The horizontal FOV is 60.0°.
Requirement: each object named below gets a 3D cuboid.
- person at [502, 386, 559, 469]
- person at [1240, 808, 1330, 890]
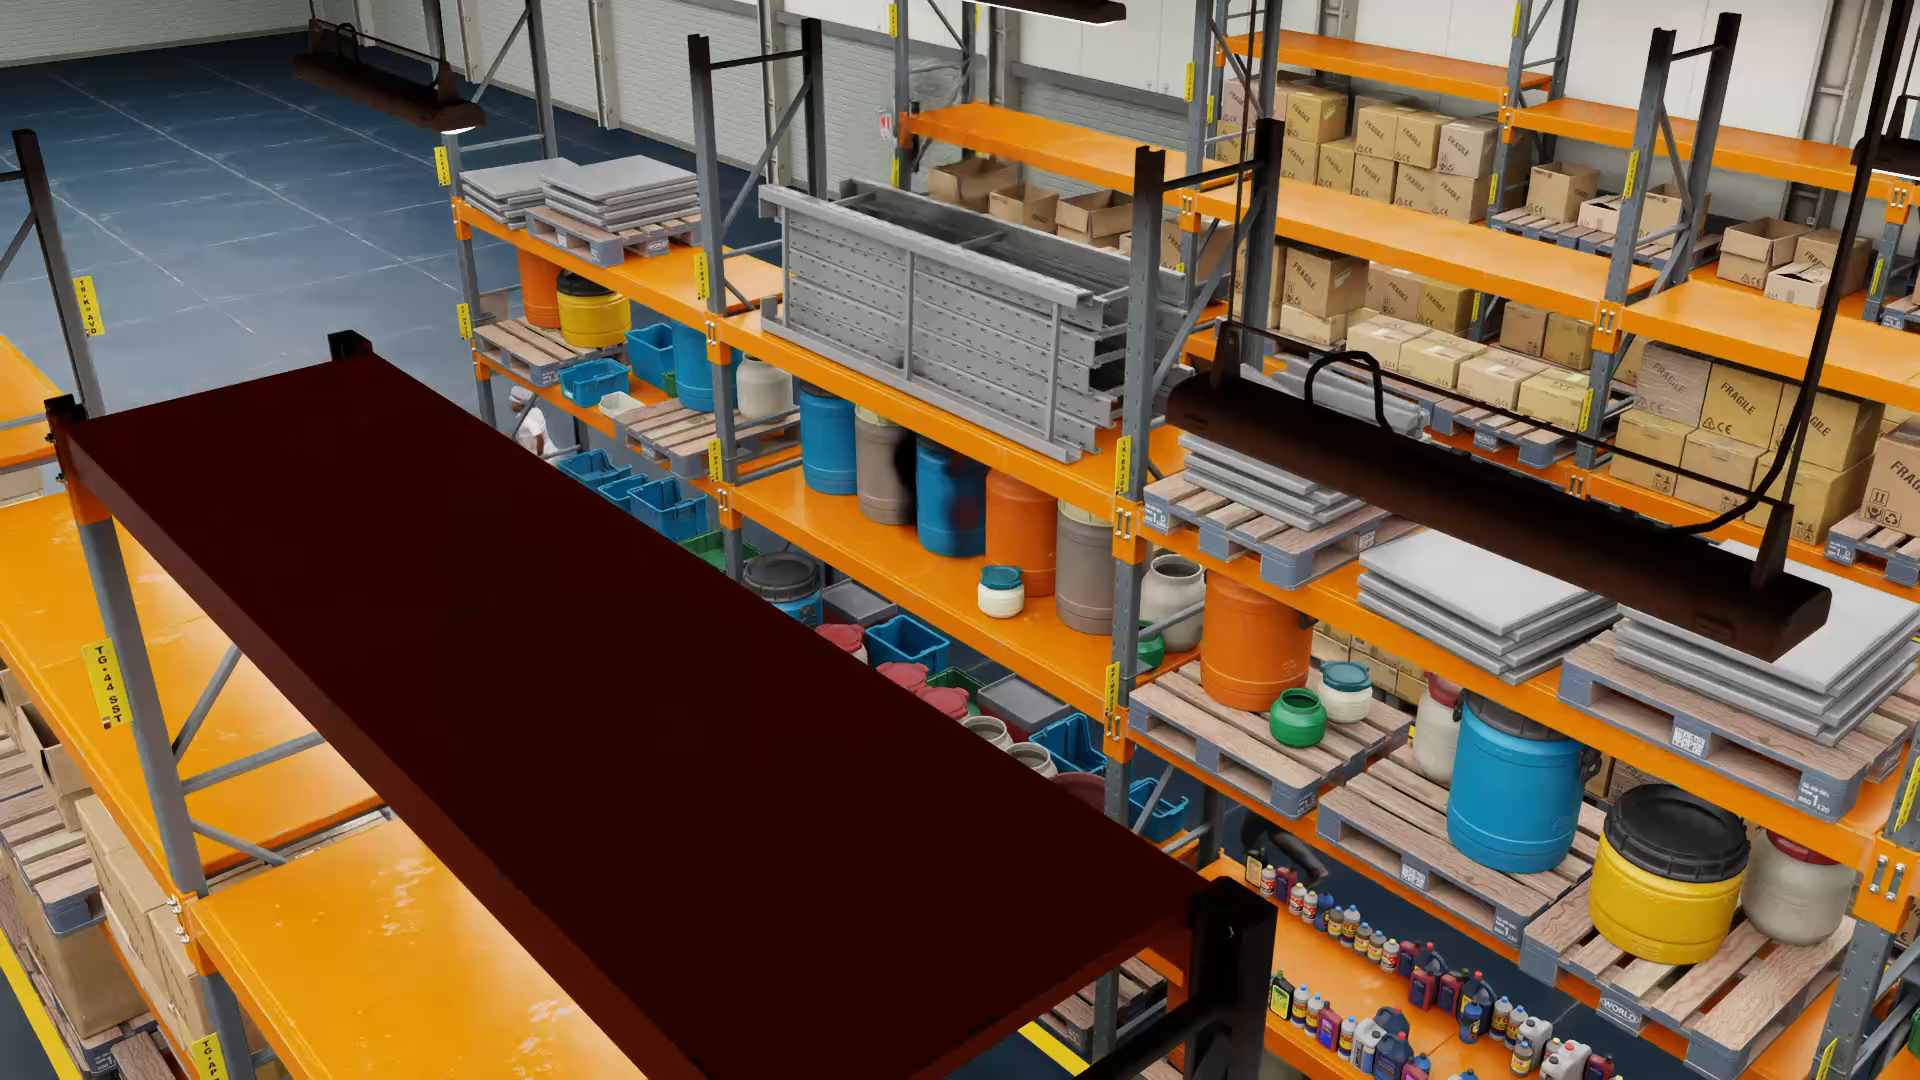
[{"bbox_3d":[-4.379,-0.760,17.292,0.759,1.734,0.566,4,27,8],"label":"person"},{"bbox_3d":[2.335,1.918,12.037,0.578,1.649,0.791,-23,35,-37],"label":"person"}]
